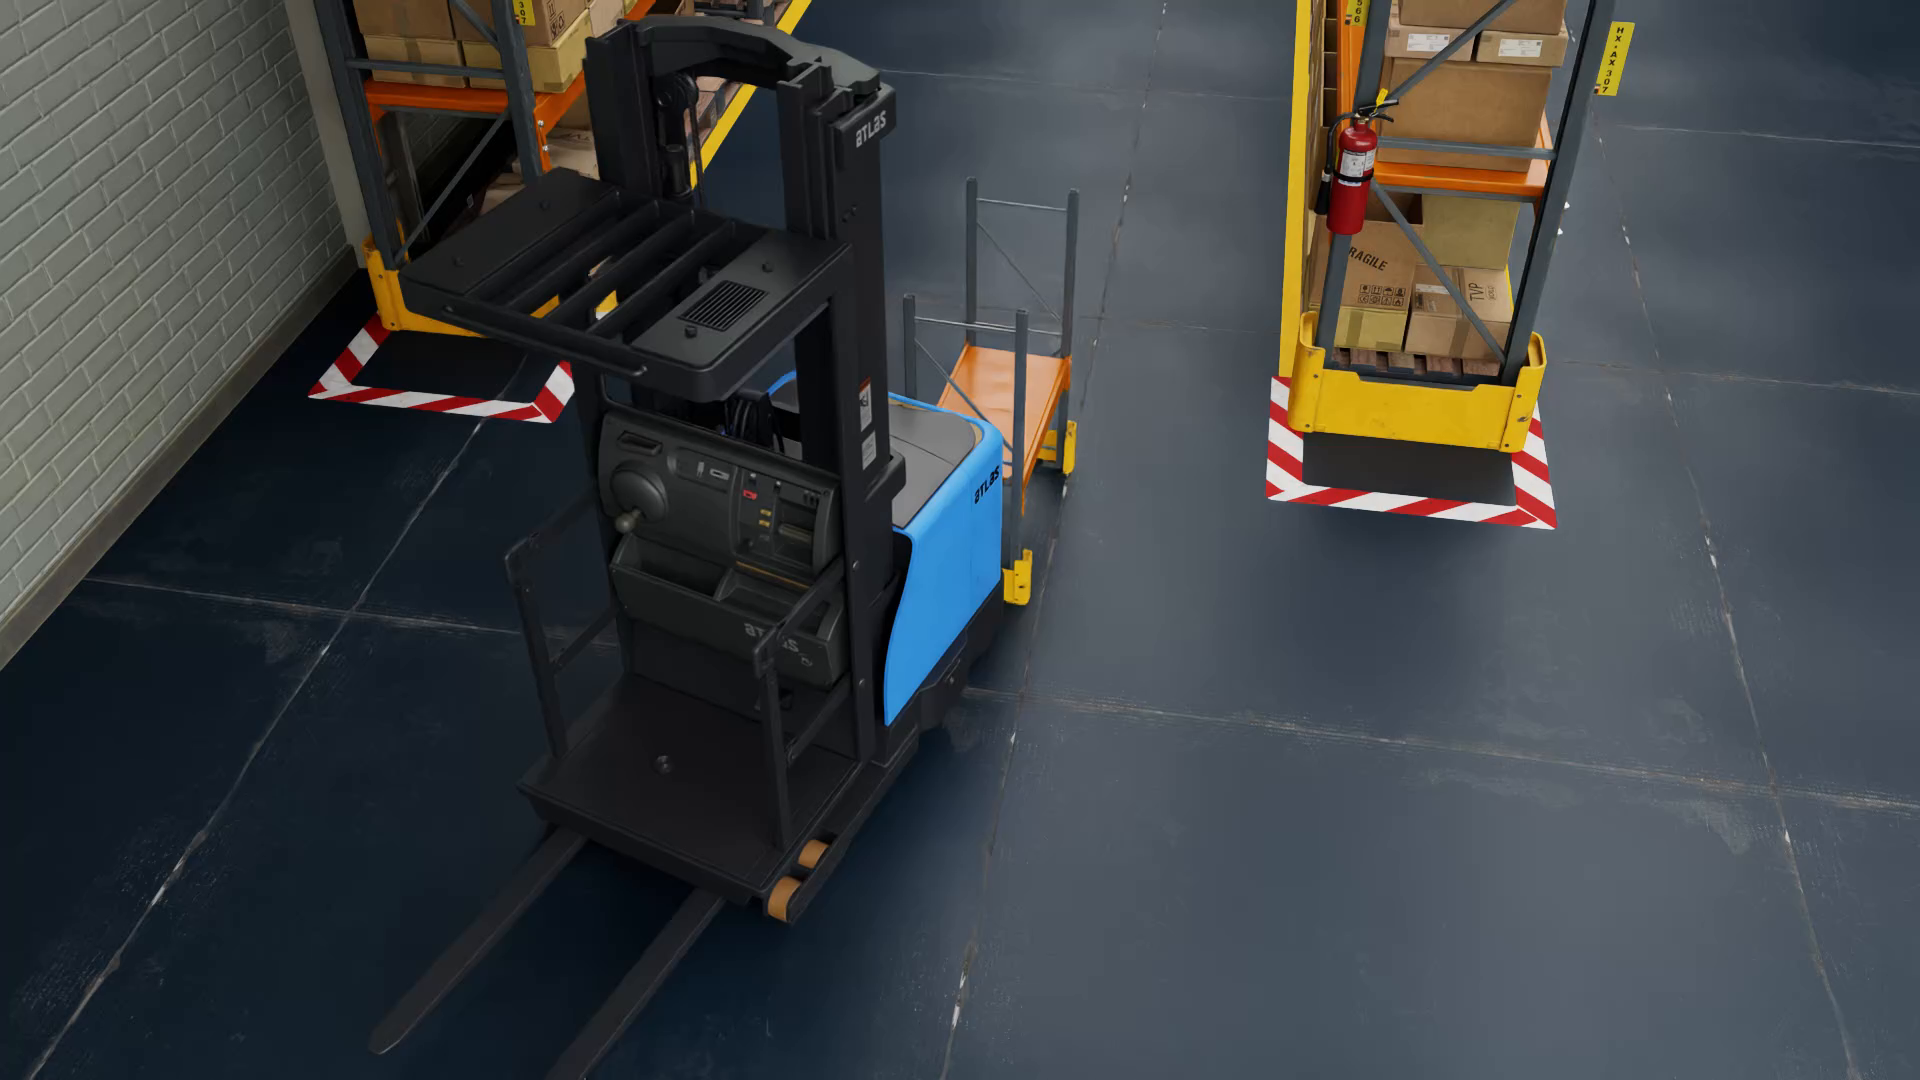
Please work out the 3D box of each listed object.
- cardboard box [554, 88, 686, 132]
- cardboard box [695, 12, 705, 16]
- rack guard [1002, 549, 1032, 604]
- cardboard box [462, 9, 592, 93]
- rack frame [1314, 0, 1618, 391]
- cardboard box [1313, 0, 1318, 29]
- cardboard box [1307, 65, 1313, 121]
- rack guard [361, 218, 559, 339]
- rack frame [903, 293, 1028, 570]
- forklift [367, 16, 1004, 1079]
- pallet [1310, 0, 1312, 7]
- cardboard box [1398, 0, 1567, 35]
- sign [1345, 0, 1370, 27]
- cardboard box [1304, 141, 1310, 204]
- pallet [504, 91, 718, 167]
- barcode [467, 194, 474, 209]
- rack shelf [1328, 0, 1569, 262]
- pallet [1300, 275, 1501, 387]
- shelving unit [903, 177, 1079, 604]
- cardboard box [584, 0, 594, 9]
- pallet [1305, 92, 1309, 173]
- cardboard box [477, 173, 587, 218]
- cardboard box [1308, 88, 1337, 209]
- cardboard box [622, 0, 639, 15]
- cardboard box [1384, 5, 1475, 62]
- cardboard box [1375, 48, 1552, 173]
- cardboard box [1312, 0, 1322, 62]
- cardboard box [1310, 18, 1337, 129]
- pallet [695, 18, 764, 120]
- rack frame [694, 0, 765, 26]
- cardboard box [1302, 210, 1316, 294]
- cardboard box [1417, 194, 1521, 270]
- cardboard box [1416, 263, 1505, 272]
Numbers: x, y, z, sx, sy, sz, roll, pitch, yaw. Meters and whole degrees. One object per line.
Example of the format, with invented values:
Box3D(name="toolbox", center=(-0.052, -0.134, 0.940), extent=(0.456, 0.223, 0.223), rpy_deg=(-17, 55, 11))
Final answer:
Box3D(name="cardboard box", center=(-2.129, -2.758, 10.349), extent=(0.700, 0.500, 0.500), rpy_deg=(4, 40, 5))
Box3D(name="cardboard box", center=(-1.983, -3.564, 11.585), extent=(0.380, 0.166, 0.250), rpy_deg=(2, 40, 2))
Box3D(name="rack guard", center=(0.025, 0.121, 7.407), extent=(0.587, 0.250, 0.087), rpy_deg=(9, 40, 11))
Box3D(name="cardboard box", center=(-2.215, -2.536, 8.566), extent=(0.500, 0.250, 0.500), rpy_deg=(5, 40, 6))
Box3D(name="rack frame", center=(2.267, -1.771, 7.538), extent=(1.000, 3.000, 0.127), rpy_deg=(6, 40, 8))
Box3D(name="cardboard box", center=(2.745, -3.676, 11.671), extent=(0.500, 0.250, 0.500), rpy_deg=(6, 40, 7))
Box3D(name="cardboard box", center=(2.489, -2.813, 10.627), extent=(0.500, 0.250, 0.500), rpy_deg=(6, 40, 8))
Box3D(name="rack guard", center=(-2.600, -1.400, 9.050), extent=(1.175, 0.500, 0.348), rpy_deg=(6, 40, 8))
Box3D(name="rack frame", center=(0.020, -0.349, 6.995), extent=(0.500, 1.500, 0.032), rpy_deg=(9, 40, 11))
Box3D(name="forklift", center=(-0.938, -0.066, 5.530), extent=(1.130, 2.935, 3.031), rpy_deg=(18, 43, 21))
Box3D(name="pallet", center=(3.257, -4.442, 12.957), extent=(1.003, 0.211, 1.213), rpy_deg=(6, 40, 8))
Box3D(name="cardboard box", center=(2.369, -2.635, 7.486), extent=(0.700, 0.500, 0.500), rpy_deg=(7, 40, 8))
Box3D(name="sign", center=(1.735, -2.377, 7.177), extent=(0.100, 0.325, 0.005), rpy_deg=(6, 40, 8))
Box3D(name="cardboard box", center=(2.316, -2.185, 9.868), extent=(0.500, 0.250, 0.500), rpy_deg=(6, 40, 8))
Box3D(name="pallet", center=(-2.211, -2.558, 10.678), extent=(1.003, 0.211, 1.213), rpy_deg=(6, 40, 8))
Box3D(name="barcode", center=(-2.795, -1.932, 9.490), extent=(0.001, 0.075, 0.075), rpy_deg=(6, 40, 8))
Box3D(name="rack shelf", center=(2.613, -2.749, 9.286), extent=(1.077, 0.370, 4.000), rpy_deg=(6, 40, 8))
Box3D(name="pallet", center=(2.358, -1.181, 9.013), extent=(1.003, 0.211, 1.213), rpy_deg=(6, 40, 8))
Box3D(name="shelving unit", center=(0.149, -0.668, 7.381), extent=(0.587, 1.500, 1.083), rpy_deg=(9, 40, 11))
Box3D(name="cardboard box", center=(-2.139, -3.130, 8.695), extent=(0.500, 0.500, 0.500), rpy_deg=(7, 40, 8))
Box3D(name="pallet", center=(2.780, -2.713, 10.865), extent=(1.003, 0.211, 1.213), rpy_deg=(6, 40, 8))
Box3D(name="cardboard box", center=(-2.404, -1.873, 9.426), extent=(0.500, 0.311, 0.500), rpy_deg=(2, 40, 3))
Box3D(name="cardboard box", center=(2.225, -2.161, 9.250), extent=(0.500, 0.500, 0.500), rpy_deg=(6, 40, 8))
Box3D(name="cardboard box", center=(-2.046, -3.183, 9.348), extent=(0.500, 0.250, 0.500), rpy_deg=(6, 40, 7))
Box3D(name="cardboard box", center=(2.145, -2.321, 7.615), extent=(0.380, 0.149, 0.250), rpy_deg=(6, 40, 7))
Box3D(name="cardboard box", center=(2.360, -2.102, 7.859), extent=(0.700, 0.500, 0.500), rpy_deg=(6, 40, 8))
Box3D(name="cardboard box", center=(2.571, -3.416, 10.768), extent=(0.500, 0.500, 0.500), rpy_deg=(6, 40, 8))
Box3D(name="cardboard box", center=(2.398, -2.789, 10.009), extent=(0.500, 0.500, 0.500), rpy_deg=(6, 40, 8))
Box3D(name="pallet", center=(-2.002, -3.326, 11.607), extent=(1.003, 0.211, 1.213), rpy_deg=(6, 40, 8))
Box3D(name="rack frame", center=(-1.920, -4.826, 11.233), extent=(1.000, 3.000, 0.127), rpy_deg=(6, 40, 8))
Box3D(name="cardboard box", center=(2.143, -1.558, 9.108), extent=(0.500, 0.250, 0.500), rpy_deg=(6, 40, 8))
Box3D(name="cardboard box", center=(2.663, -1.789, 8.799), extent=(0.500, 0.500, 0.500), rpy_deg=(6, 40, 8))
Box3D(name="cardboard box", center=(2.662, -1.500, 9.038), extent=(0.500, 0.250, 0.500), rpy_deg=(6, 40, 8))
